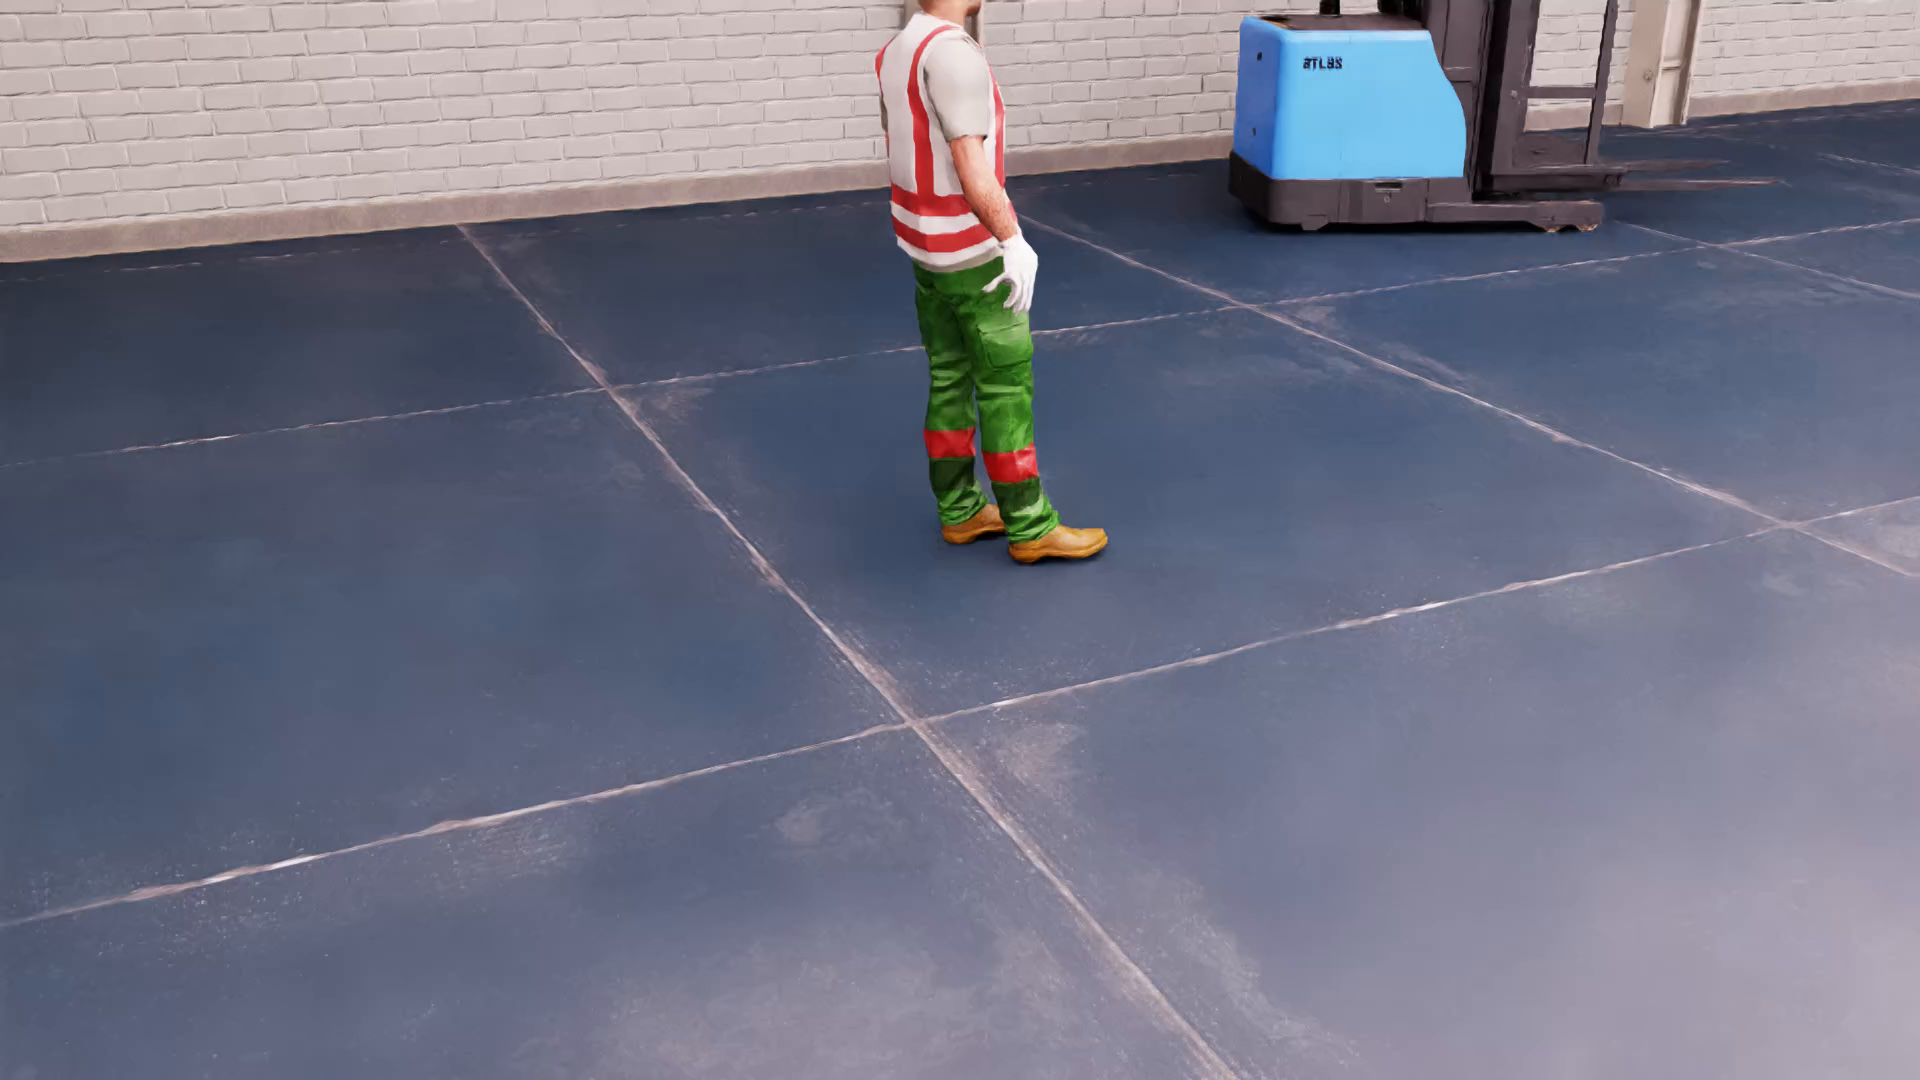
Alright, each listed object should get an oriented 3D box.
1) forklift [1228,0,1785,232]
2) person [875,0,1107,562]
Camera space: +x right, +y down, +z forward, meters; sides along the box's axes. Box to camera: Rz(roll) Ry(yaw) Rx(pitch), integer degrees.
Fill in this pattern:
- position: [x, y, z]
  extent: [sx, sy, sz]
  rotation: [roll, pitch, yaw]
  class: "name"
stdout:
- position: [3.149, -3.263, 9.140]
  extent: [3.031, 2.935, 1.130]
  rotation: [-2, 23, -5]
  class: "forklift"
- position: [0.077, -0.842, 4.783]
  extent: [0.563, 1.787, 0.637]
  rotation: [-10, 25, -23]
  class: "person"
